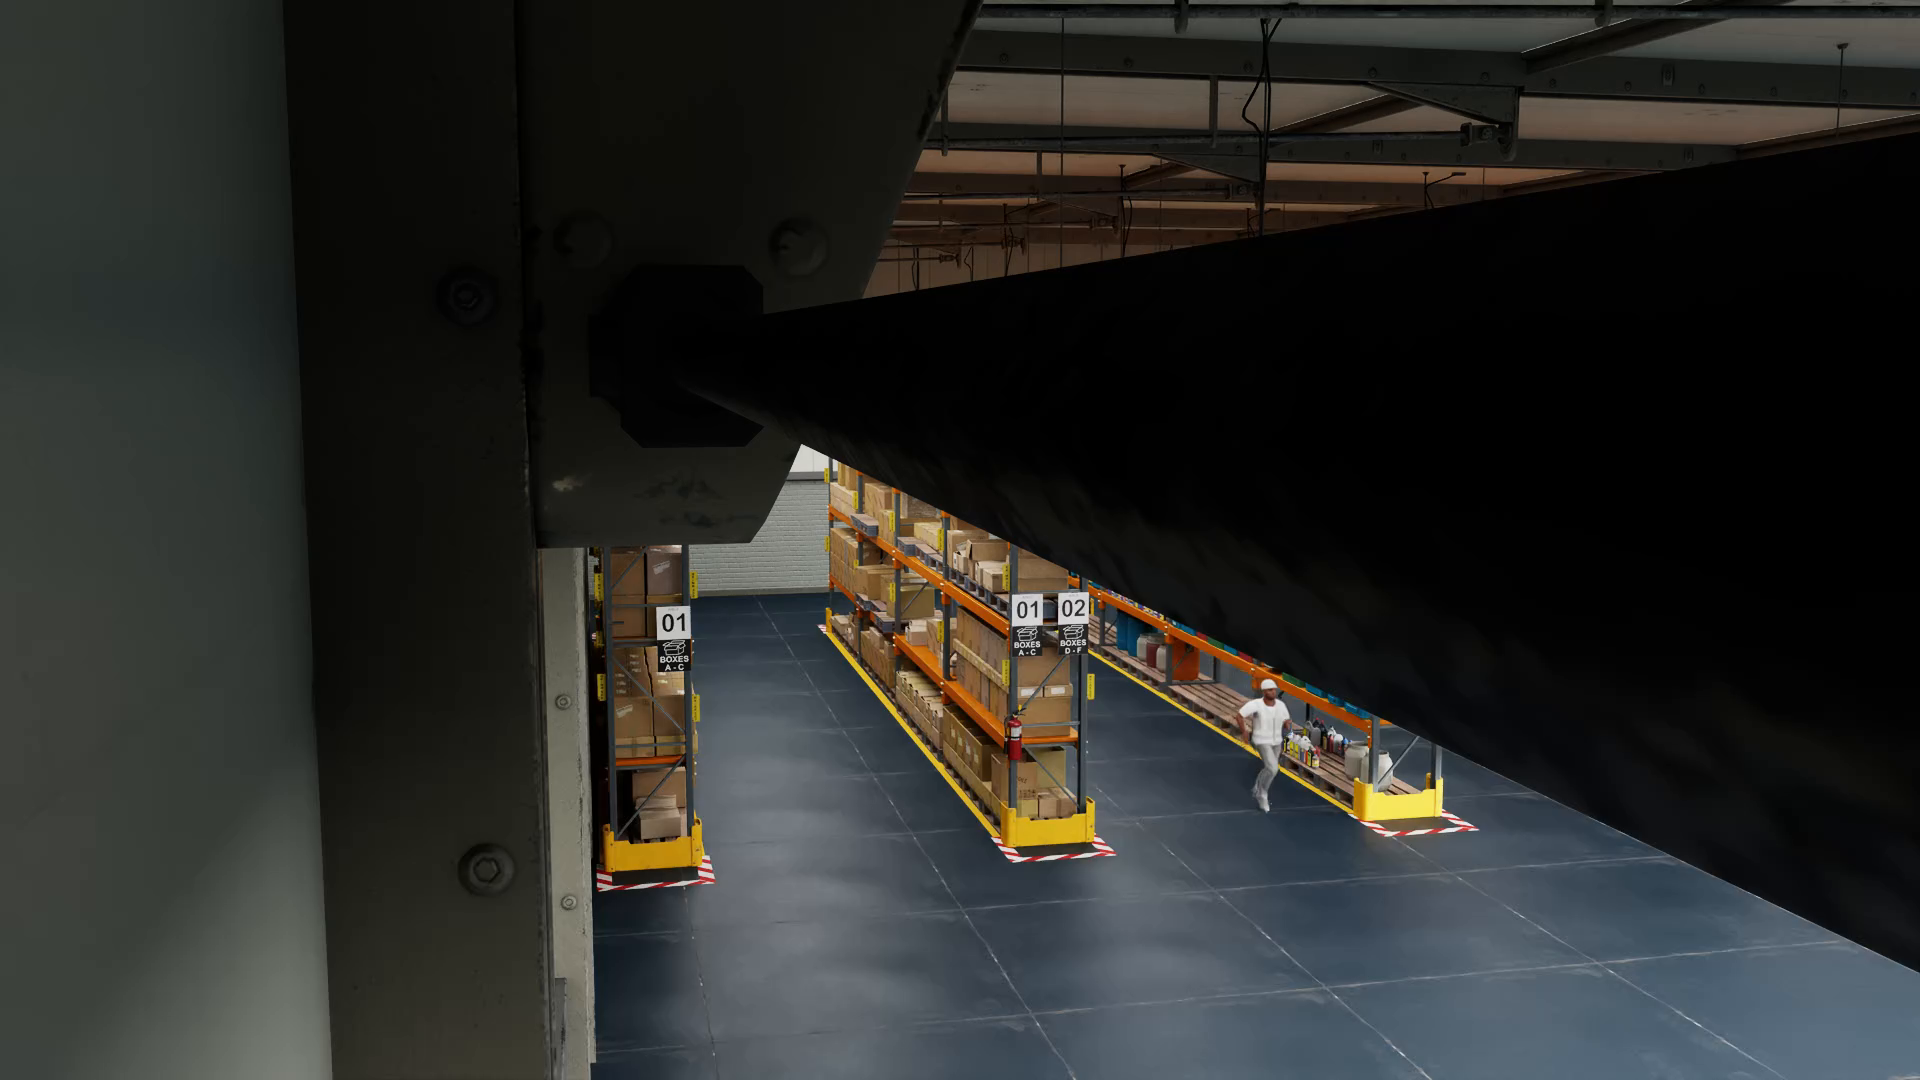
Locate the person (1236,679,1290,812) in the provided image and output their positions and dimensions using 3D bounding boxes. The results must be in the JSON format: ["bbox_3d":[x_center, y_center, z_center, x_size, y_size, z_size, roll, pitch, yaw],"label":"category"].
[{"bbox_3d":[4.188,2.784,22.589,0.671,1.801,0.727,-4,8,-28],"label":"person"}]
